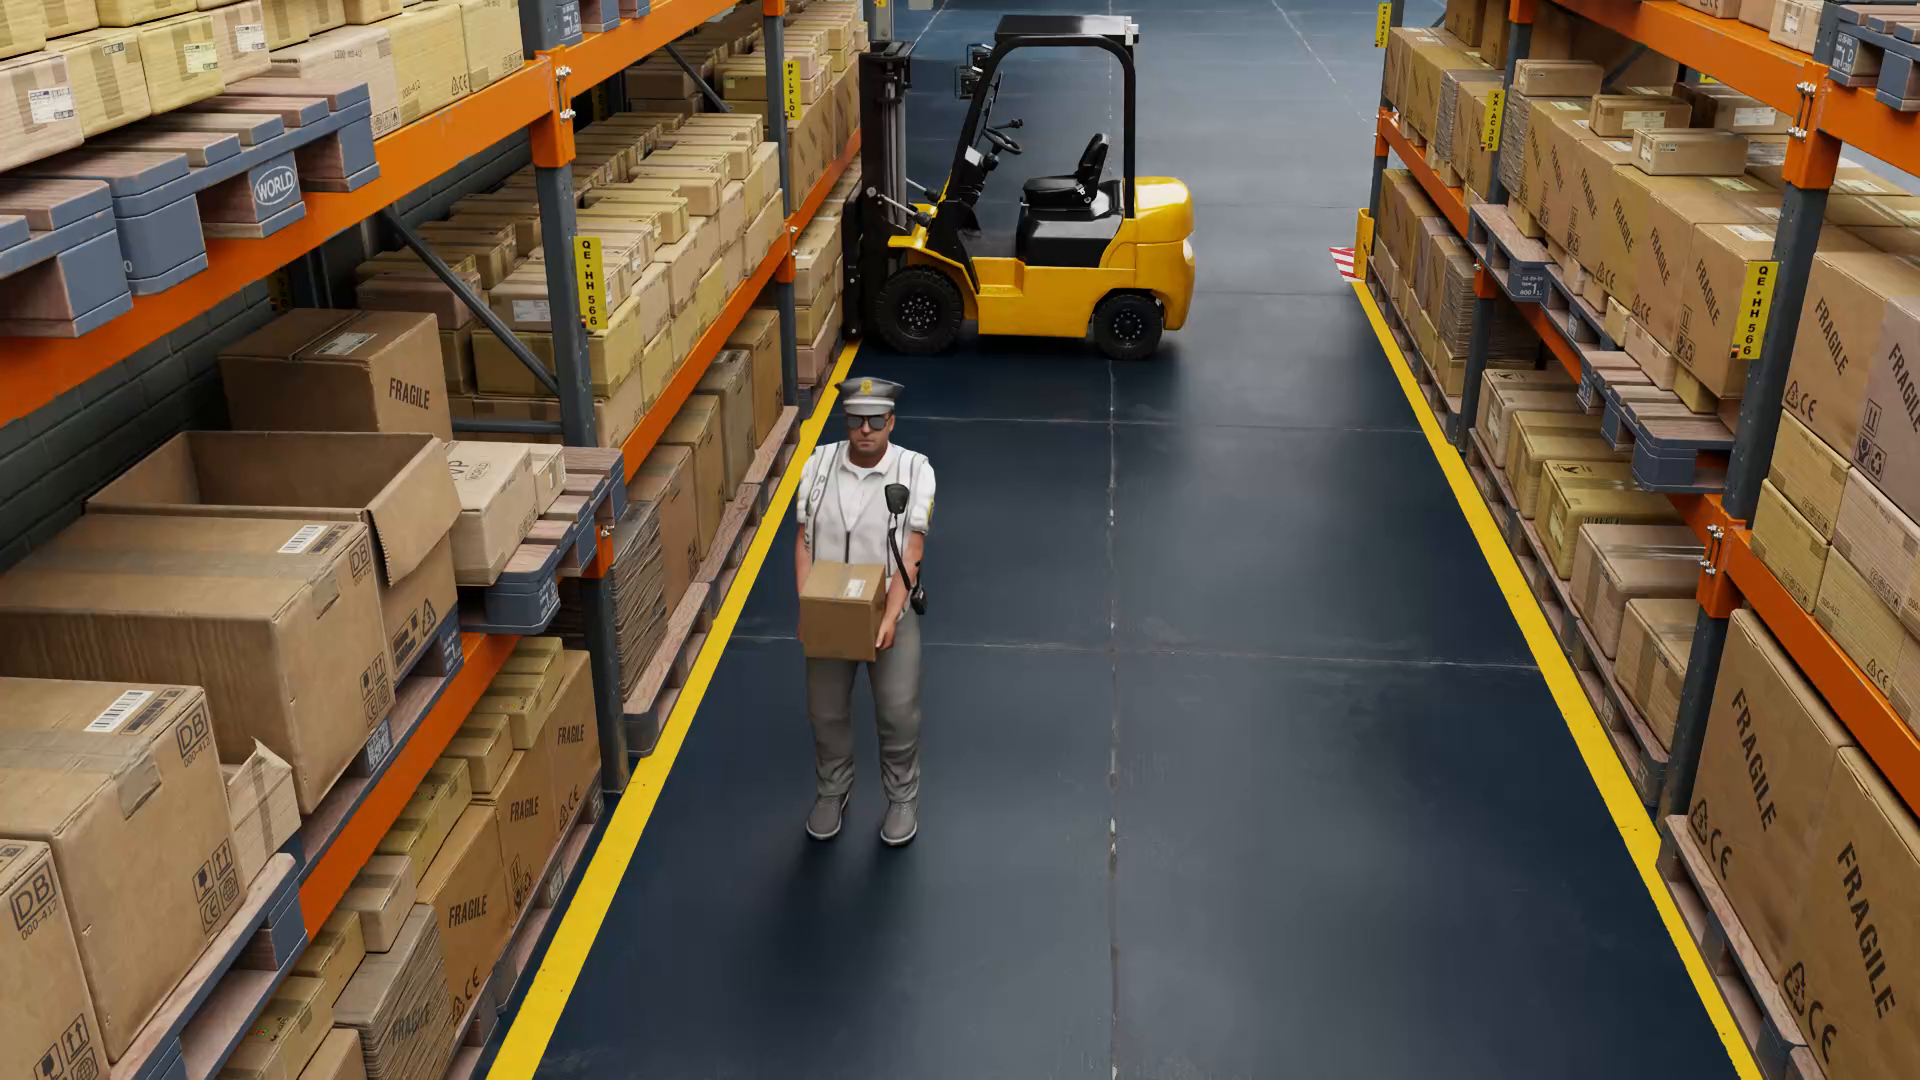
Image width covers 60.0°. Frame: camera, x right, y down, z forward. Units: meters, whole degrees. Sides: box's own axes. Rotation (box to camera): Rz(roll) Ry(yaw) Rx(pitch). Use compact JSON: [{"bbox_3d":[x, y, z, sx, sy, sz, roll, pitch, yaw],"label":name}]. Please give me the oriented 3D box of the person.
[{"bbox_3d":[-0.356,0.252,6.022,0.419,1.762,0.422,4,25,8],"label":"person"}]
